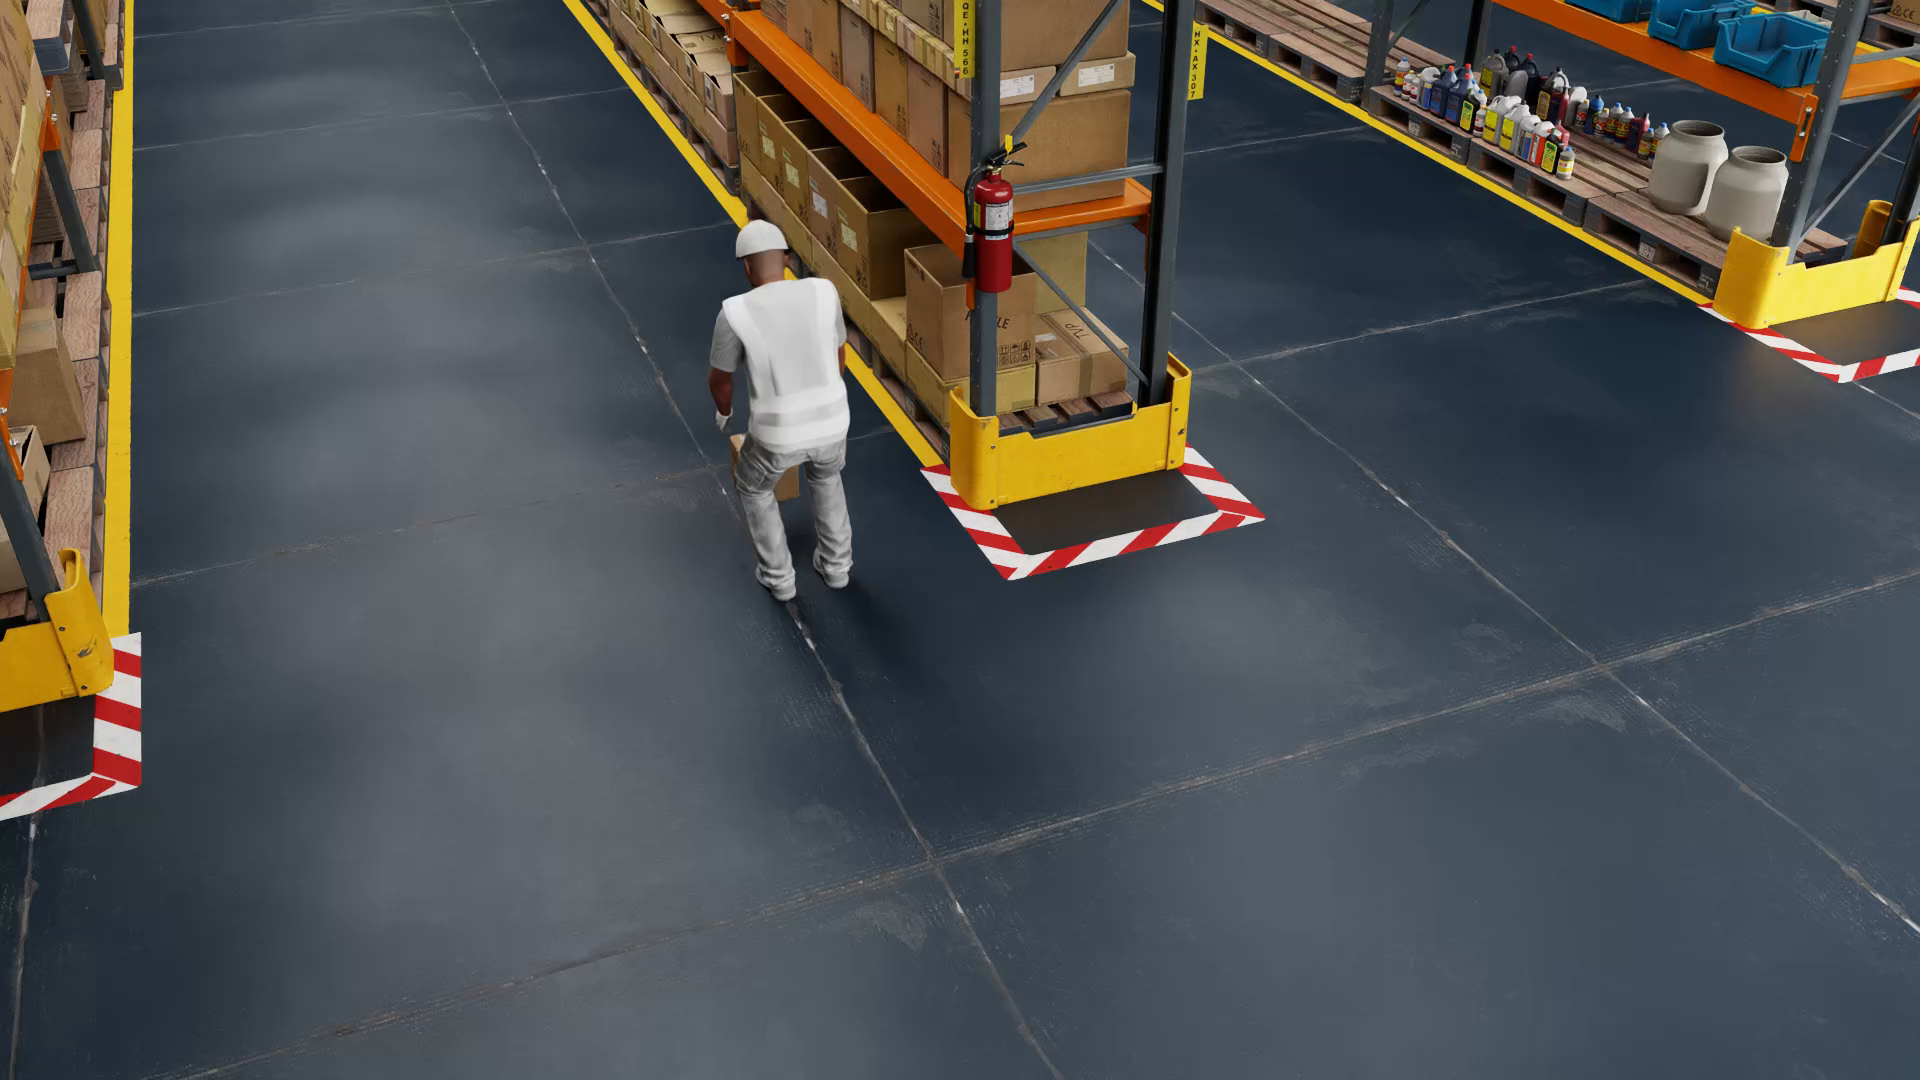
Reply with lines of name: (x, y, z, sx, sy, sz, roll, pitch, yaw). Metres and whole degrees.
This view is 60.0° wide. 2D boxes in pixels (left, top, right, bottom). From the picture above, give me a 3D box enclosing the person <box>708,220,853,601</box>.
person: (-0.748, -0.517, 7.042, 0.594, 1.644, 0.584, -12, 35, -18)
